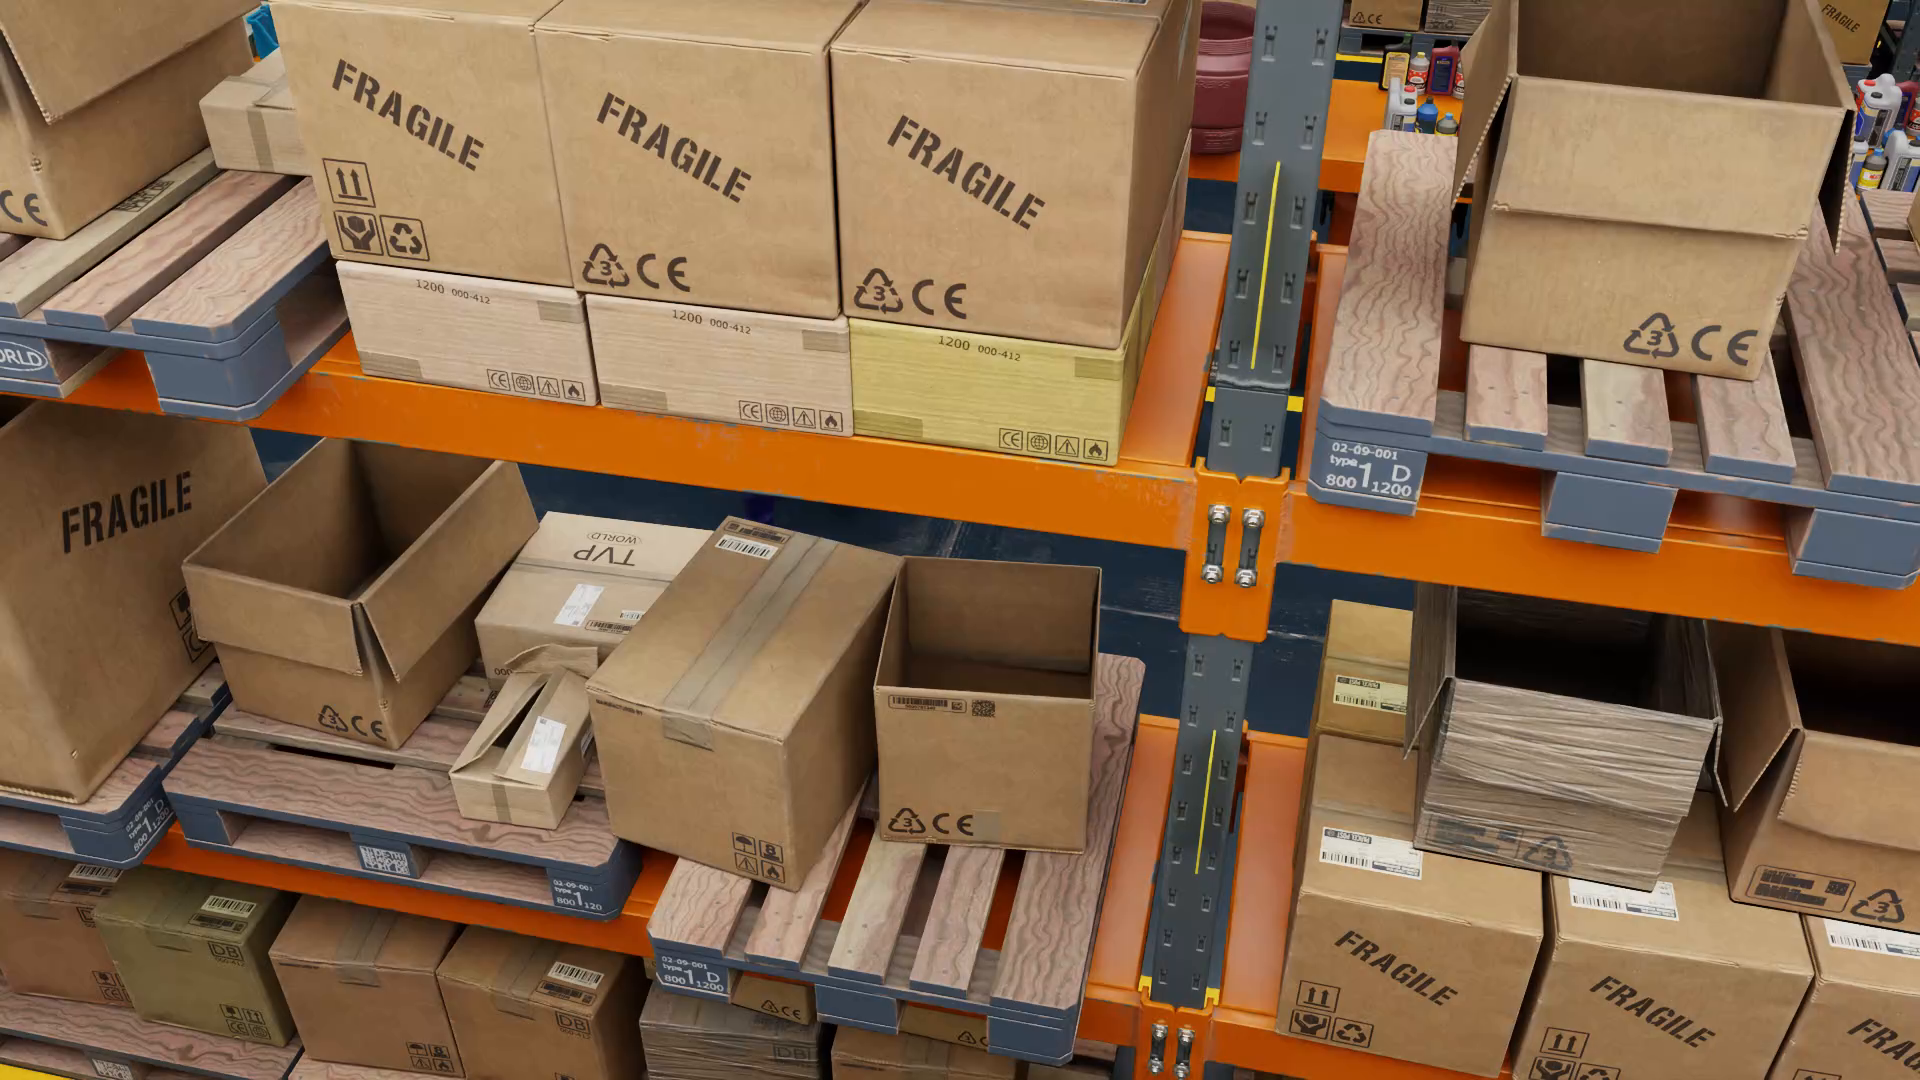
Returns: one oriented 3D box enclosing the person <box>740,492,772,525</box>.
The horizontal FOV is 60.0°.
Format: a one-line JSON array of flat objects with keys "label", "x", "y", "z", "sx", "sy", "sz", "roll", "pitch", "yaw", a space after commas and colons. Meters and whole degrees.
[{"label": "person", "x": -0.771, "y": -0.741, "z": 7.160, "sx": 0.637, "sy": 1.610, "sz": 0.898, "roll": -2, "pitch": 37, "yaw": -2}]
